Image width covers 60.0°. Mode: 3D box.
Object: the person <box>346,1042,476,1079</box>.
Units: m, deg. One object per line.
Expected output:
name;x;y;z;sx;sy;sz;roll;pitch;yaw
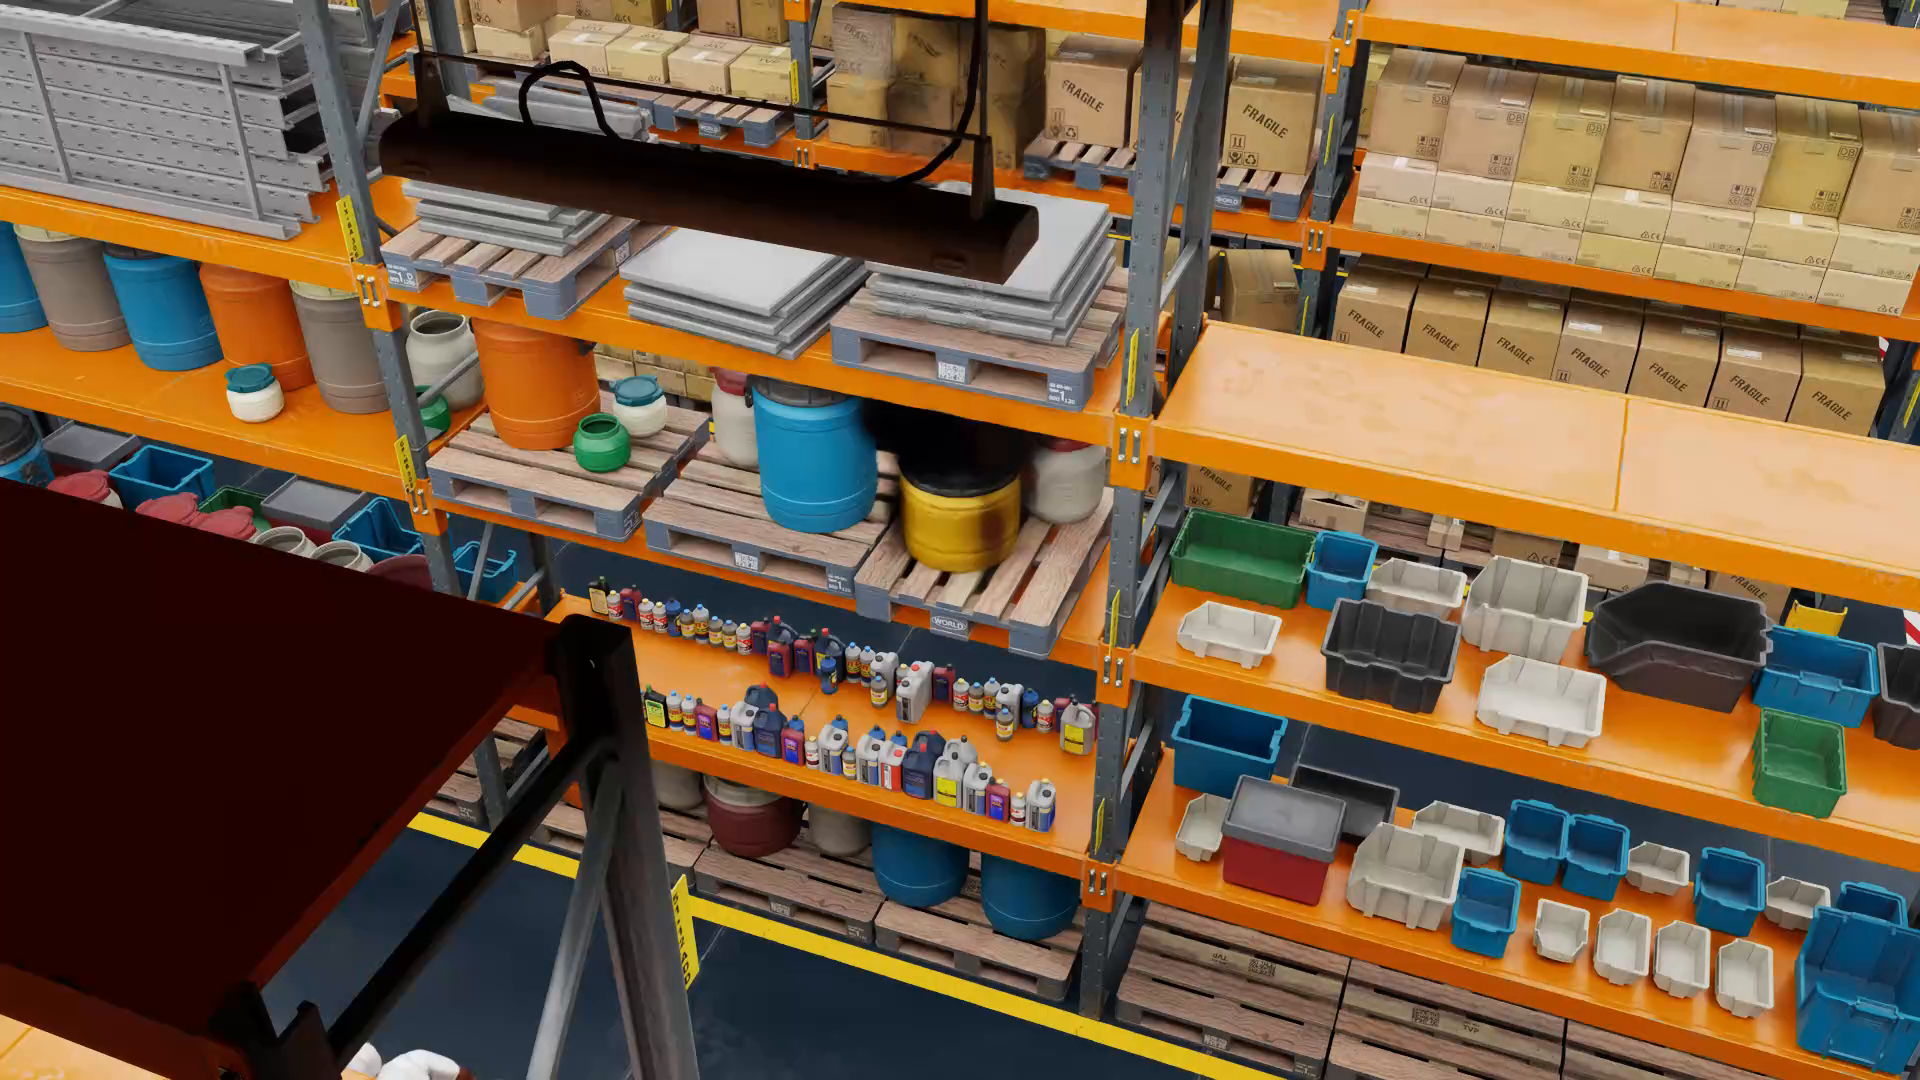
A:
person;-2.561;3.010;7.940;0.766;1.689;0.694;12;38;16
